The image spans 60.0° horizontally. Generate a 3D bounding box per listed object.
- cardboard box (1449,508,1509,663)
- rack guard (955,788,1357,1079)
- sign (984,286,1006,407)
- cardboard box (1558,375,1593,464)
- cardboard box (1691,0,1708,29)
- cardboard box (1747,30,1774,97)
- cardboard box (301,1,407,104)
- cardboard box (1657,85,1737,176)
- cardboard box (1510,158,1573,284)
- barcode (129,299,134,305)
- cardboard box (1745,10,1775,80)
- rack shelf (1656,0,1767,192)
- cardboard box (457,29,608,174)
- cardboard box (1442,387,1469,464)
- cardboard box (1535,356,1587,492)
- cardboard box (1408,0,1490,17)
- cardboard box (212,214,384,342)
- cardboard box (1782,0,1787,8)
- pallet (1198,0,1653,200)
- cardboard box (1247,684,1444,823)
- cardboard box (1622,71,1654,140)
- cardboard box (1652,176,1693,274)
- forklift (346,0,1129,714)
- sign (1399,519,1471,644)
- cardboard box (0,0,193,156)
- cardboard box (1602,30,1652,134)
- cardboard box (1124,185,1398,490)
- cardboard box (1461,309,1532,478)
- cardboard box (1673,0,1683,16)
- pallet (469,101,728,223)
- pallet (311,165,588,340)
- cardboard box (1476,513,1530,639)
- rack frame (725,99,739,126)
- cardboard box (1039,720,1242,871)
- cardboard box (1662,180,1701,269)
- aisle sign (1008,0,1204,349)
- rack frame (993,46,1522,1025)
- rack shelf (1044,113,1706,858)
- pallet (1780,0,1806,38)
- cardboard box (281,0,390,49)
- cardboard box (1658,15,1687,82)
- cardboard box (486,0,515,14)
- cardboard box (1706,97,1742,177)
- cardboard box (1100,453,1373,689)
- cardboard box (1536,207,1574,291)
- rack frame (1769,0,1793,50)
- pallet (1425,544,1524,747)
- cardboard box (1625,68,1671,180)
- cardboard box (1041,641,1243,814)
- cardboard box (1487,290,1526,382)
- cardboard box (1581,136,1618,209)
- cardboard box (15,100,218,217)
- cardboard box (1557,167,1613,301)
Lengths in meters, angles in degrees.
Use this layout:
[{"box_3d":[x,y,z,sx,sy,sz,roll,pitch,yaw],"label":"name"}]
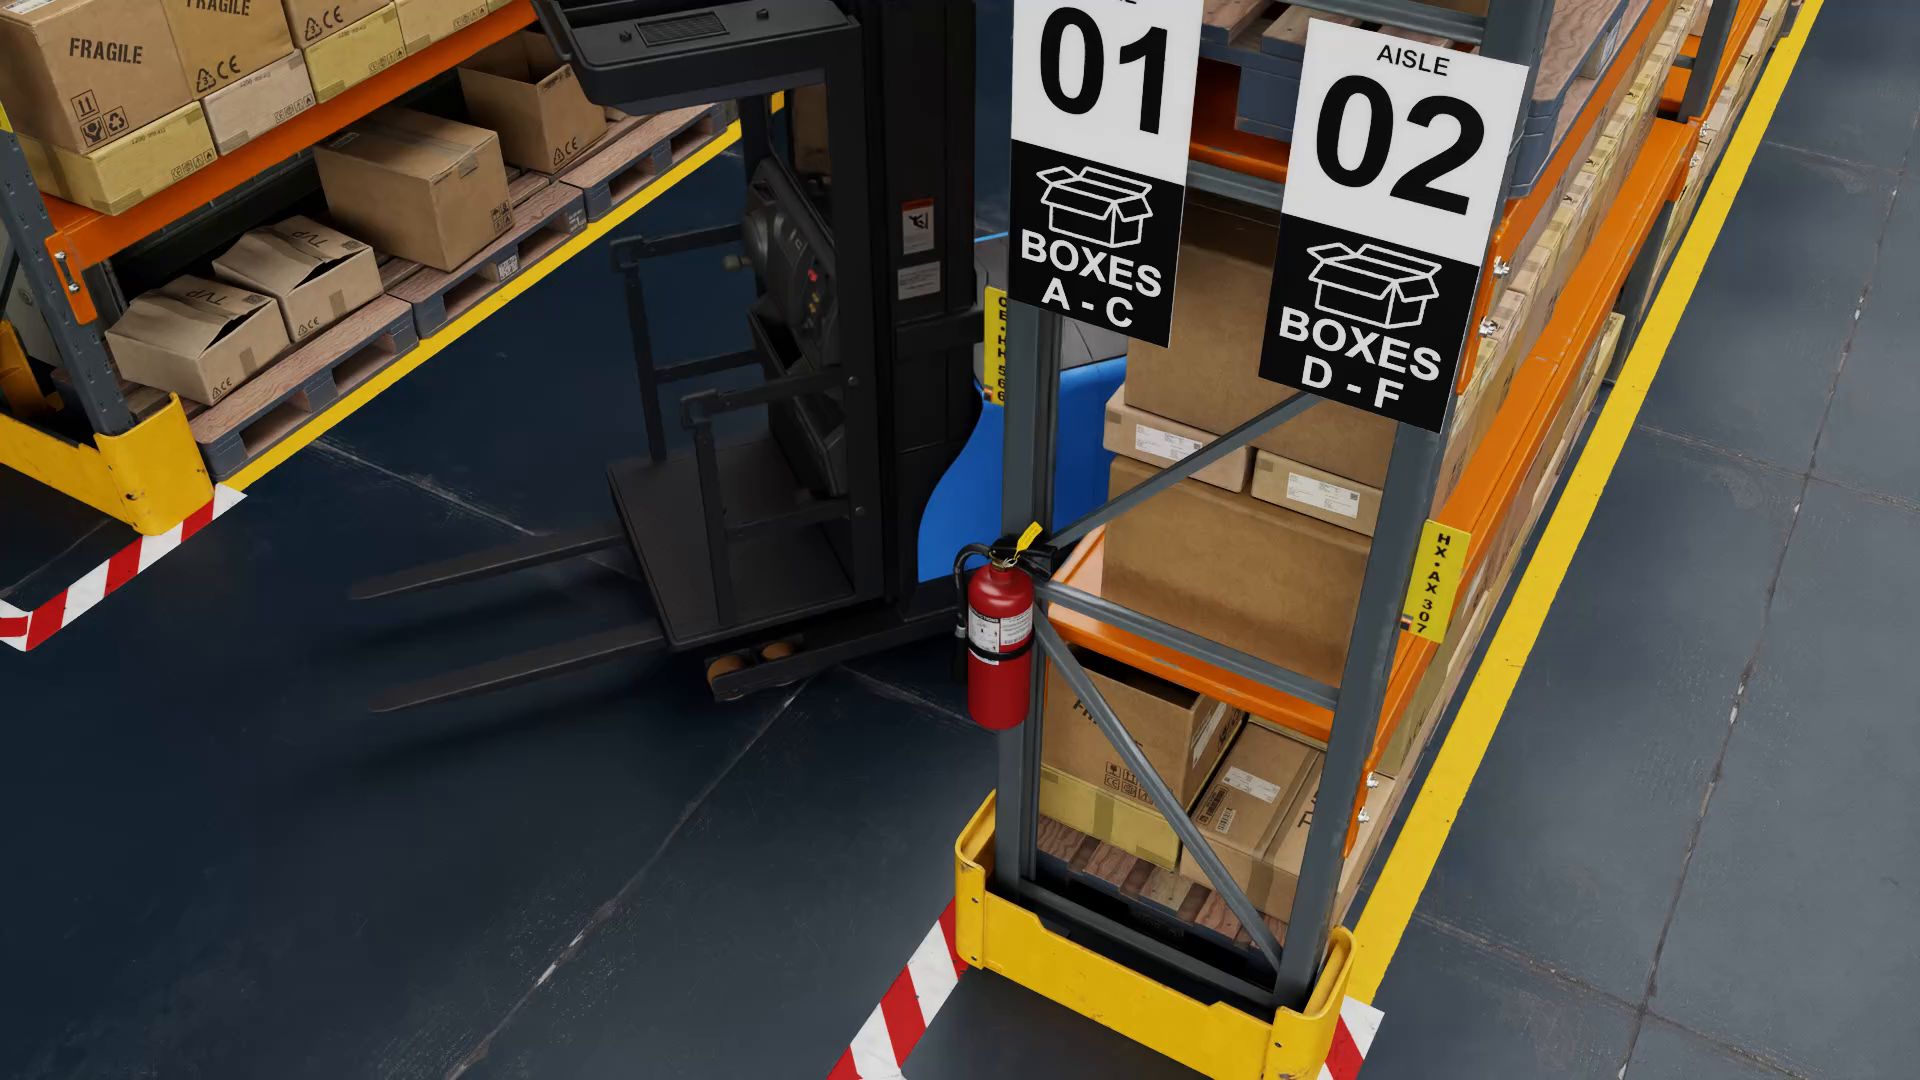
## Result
[{"box_3d":[1.514,0.045,5.625,0.500,0.500,0.500,21,45,22],"label":"cardboard box"},{"box_3d":[0.553,1.214,4.993,1.175,0.500,0.348,21,45,22],"label":"rack guard"},{"box_3d":[0.103,-0.449,3.935,0.100,0.325,0.005,21,45,22],"label":"sign"},{"box_3d":[2.266,-0.532,6.847,0.500,0.250,0.500,21,45,22],"label":"cardboard box"},{"box_3d":[2.617,-2.081,6.277,0.380,0.149,0.250,21,45,22],"label":"cardboard box"},{"box_3d":[4.262,-2.763,9.381,0.500,0.250,0.500,20,45,22],"label":"cardboard box"},{"box_3d":[-2.699,-2.091,6.953,0.500,0.250,0.500,20,45,21],"label":"cardboard box"},{"box_3d":[3.503,-2.098,8.201,0.500,0.311,0.500,19,45,21],"label":"cardboard box"},{"box_3d":[1.347,-1.147,4.725,0.700,0.500,0.500,21,46,22],"label":"cardboard box"},{"box_3d":[-3.638,-1.042,7.359,0.001,0.075,0.075,21,45,22],"label":"barcode"},{"box_3d":[4.010,-2.683,8.865,0.500,0.311,0.500,21,45,22],"label":"cardboard box"},{"box_3d":[3.568,-2.901,8.319,1.077,0.370,4.000,21,45,22],"label":"rack shelf"},{"box_3d":[-2.208,-2.283,8.631,0.500,0.500,0.500,18,44,19],"label":"cardboard box"},{"box_3d":[1.078,-0.324,4.282,0.380,0.149,0.250,20,45,21],"label":"cardboard box"},{"box_3d":[2.017,-0.527,6.274,0.500,0.500,0.500,21,45,22],"label":"cardboard box"},{"box_3d":[0.857,-1.440,3.344,0.797,0.503,0.637,24,47,25],"label":"cardboard box"},{"box_3d":[-3.016,-1.222,7.570,0.500,0.311,0.500,25,47,25],"label":"cardboard box"},{"box_3d":[4.520,-3.270,9.533,0.500,0.311,0.500,22,46,23],"label":"cardboard box"},{"box_3d":[0.942,-1.226,3.670,1.003,0.211,1.213,21,45,22],"label":"pallet"},{"box_3d":[1.273,0.616,5.544,0.500,0.250,0.500,21,45,22],"label":"cardboard box"},{"box_3d":[2.106,-1.500,5.617,0.380,0.149,0.250,21,45,22],"label":"cardboard box"},{"box_3d":[2.990,-1.517,7.541,0.500,0.311,0.500,21,46,22],"label":"cardboard box"},{"box_3d":[-0.759,-0.912,5.567,3.031,2.935,1.130,-15,43,-16],"label":"forklift"},{"box_3d":[1.043,0.095,3.658,0.100,0.325,0.005,21,45,22],"label":"sign"},{"box_3d":[-3.226,-1.780,6.033,0.500,0.500,0.500,21,46,22],"label":"cardboard box"},{"box_3d":[1.848,-1.719,5.375,0.700,0.500,0.500,21,45,22],"label":"cardboard box"},{"box_3d":[0.837,-0.555,4.054,0.700,0.500,0.500,21,46,22],"label":"cardboard box"},{"box_3d":[1.322,-0.623,5.112,0.700,0.500,0.500,21,46,22],"label":"cardboard box"},{"box_3d":[2.351,-2.295,6.029,0.700,0.500,0.500,21,46,22],"label":"cardboard box"},{"box_3d":[-2.029,-2.220,9.112,1.003,0.211,1.213,21,45,22],"label":"pallet"},{"box_3d":[-2.639,-1.520,8.316,1.003,0.211,1.213,21,45,22],"label":"pallet"},{"box_3d":[1.778,0.045,6.192,0.500,0.250,0.500,21,45,22],"label":"cardboard box"},{"box_3d":[-1.724,-3.663,8.640,1.000,3.000,0.127,21,45,22],"label":"rack frame"},{"box_3d":[0.578,0.732,5.412,0.500,0.250,0.500,21,45,22],"label":"cardboard box"},{"box_3d":[3.240,-1.593,8.052,0.500,0.250,0.500,22,46,23],"label":"cardboard box"},{"box_3d":[0.278,-0.773,3.391,0.394,0.787,0.004,21,45,22],"label":"aisle sign"},{"box_3d":[0.565,0.262,4.183,1.000,3.000,0.127,21,45,22],"label":"rack frame"},{"box_3d":[1.566,-0.612,5.720,1.077,0.370,4.000,21,45,22],"label":"rack shelf"},{"box_3d":[4.975,-3.684,10.773,1.003,0.211,1.213,21,45,22],"label":"pallet"},{"box_3d":[-2.706,-2.353,6.684,0.500,0.500,0.500,19,45,21],"label":"cardboard box"},{"box_3d":[2.362,-1.790,5.946,0.380,0.149,0.250,20,45,21],"label":"cardboard box"},{"box_3d":[-2.193,-2.668,7.608,0.500,0.250,0.500,21,45,22],"label":"cardboard box"},{"box_3d":[3.753,-2.181,8.720,0.500,0.250,0.500,22,46,23],"label":"cardboard box"},{"box_3d":[0.810,-0.038,4.448,0.700,0.500,0.500,21,45,22],"label":"cardboard box"},{"box_3d":[1.591,-0.910,4.947,0.380,0.149,0.250,20,45,22],"label":"cardboard box"},{"box_3d":[4.569,-4.315,9.381,1.000,3.000,0.127,21,45,22],"label":"rack frame"},{"box_3d":[1.523,0.162,6.406,1.003,0.211,1.213,21,45,22],"label":"pallet"},{"box_3d":[2.351,-1.808,6.458,0.700,0.500,0.500,20,45,21],"label":"cardboard box"},{"box_3d":[0.576,0.450,5.165,0.500,0.500,0.500,21,45,22],"label":"cardboard box"},{"box_3d":[1.332,-0.610,4.607,0.380,0.149,0.250,20,45,21],"label":"cardboard box"},{"box_3d":[1.849,-1.202,5.279,0.380,0.149,0.250,22,46,23],"label":"cardboard box"},{"box_3d":[-3.206,-1.499,6.281,0.500,0.250,0.500,20,45,21],"label":"cardboard box"},{"box_3d":[1.838,-1.218,5.788,0.700,0.500,0.500,22,46,23],"label":"cardboard box"}]
